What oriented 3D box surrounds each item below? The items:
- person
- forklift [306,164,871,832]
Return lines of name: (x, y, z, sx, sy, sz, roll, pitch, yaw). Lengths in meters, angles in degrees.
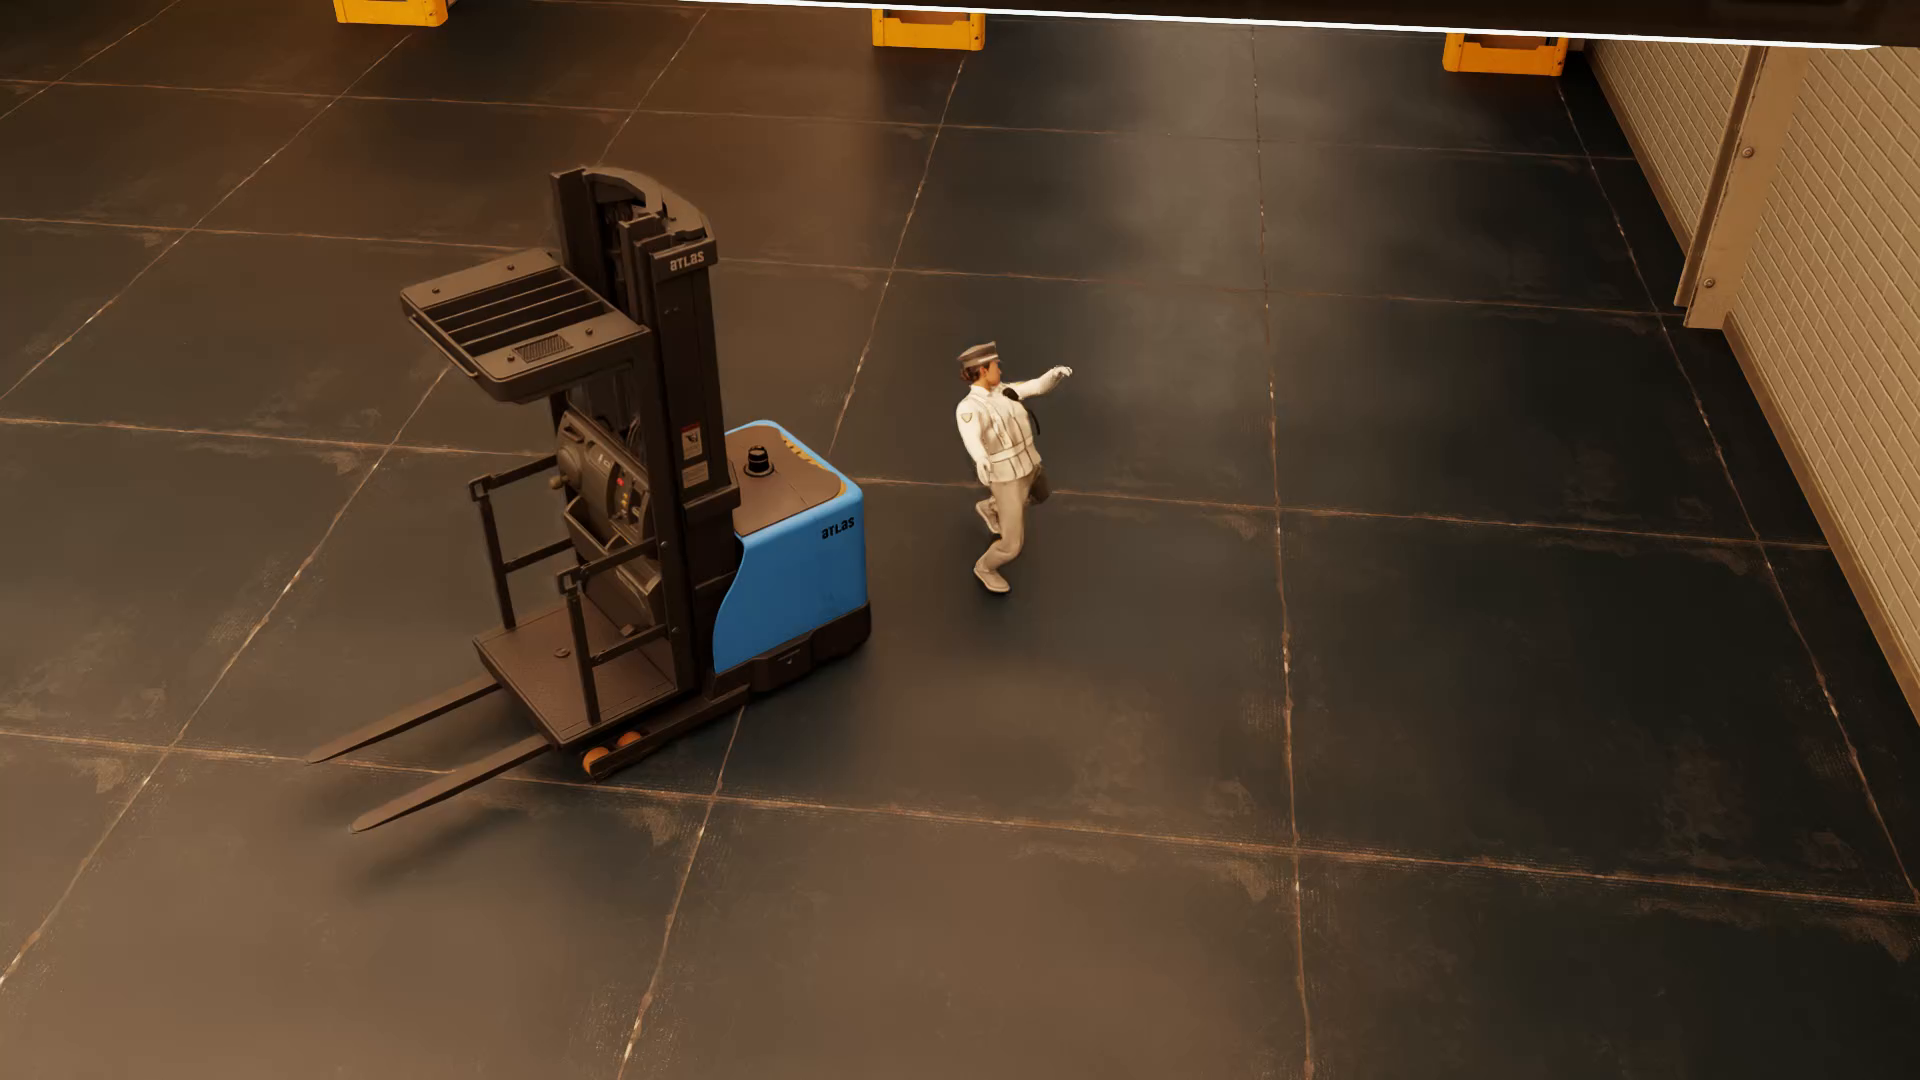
person: (0.208, -0.346, 9.721, 0.744, 1.458, 1.001, 14, 39, 18)
forklift: (-1.988, -0.275, 8.403, 3.031, 2.935, 1.130, -25, 43, -30)
